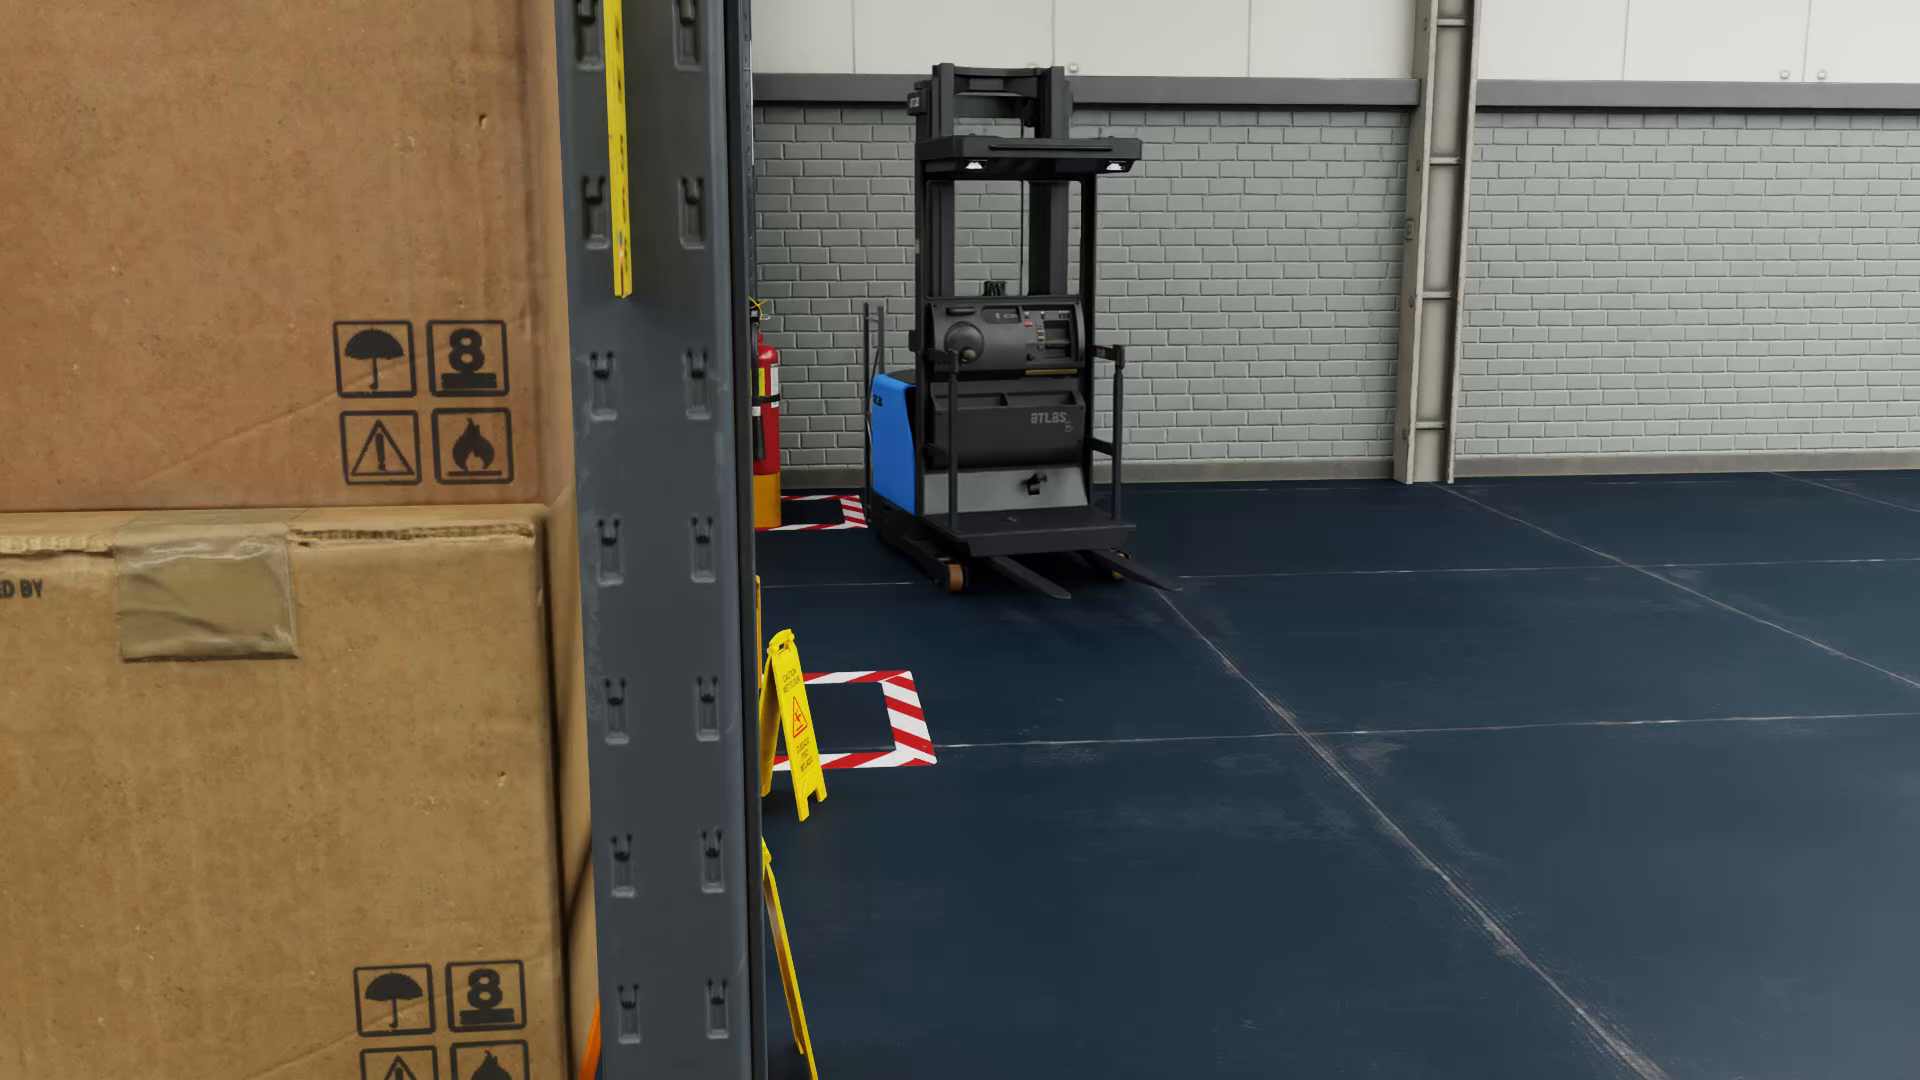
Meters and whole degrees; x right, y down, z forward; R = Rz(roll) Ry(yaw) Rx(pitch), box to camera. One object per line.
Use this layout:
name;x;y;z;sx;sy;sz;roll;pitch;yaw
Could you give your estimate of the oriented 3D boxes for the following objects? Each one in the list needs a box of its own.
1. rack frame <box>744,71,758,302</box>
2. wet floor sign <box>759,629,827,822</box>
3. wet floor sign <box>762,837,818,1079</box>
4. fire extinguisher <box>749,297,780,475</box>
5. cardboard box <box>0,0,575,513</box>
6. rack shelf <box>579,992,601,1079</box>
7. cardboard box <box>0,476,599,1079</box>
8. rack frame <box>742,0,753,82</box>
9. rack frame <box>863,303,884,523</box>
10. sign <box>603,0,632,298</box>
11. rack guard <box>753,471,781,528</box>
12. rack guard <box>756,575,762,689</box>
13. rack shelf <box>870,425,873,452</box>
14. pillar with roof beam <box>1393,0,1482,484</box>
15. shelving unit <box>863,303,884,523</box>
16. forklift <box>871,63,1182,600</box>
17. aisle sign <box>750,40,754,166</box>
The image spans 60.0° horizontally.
rack frame;-1.476;-1.666;11.565;0.127;3.000;1.000;-1;11;-6
wet floor sign;-0.632;0.643;5.927;0.232;0.644;0.267;3;11;14
wet floor sign;-0.487;1.008;4.067;0.232;0.644;0.267;-3;12;-16
fire extinguisher;-0.773;-0.590;6.294;0.183;0.674;0.296;-1;11;-6
cardboard box;-0.675;-0.370;1.786;0.550;0.550;0.875;-1;11;-6
rack shelf;-2.290;0.628;1.763;4.000;0.370;1.077;-1;11;-6
cardboard box;-0.665;0.176;1.808;0.550;0.550;0.875;-1;11;-6
rack frame;-1.476;-4.609;10.987;0.127;3.000;1.000;-1;11;-6
rack frame;-0.578;-0.830;11.200;0.032;1.500;0.500;-3;12;-15
sign;-0.257;-0.347;1.240;0.005;0.325;0.100;-1;11;-6
rack guard;-1.452;-0.440;11.809;0.348;0.500;1.175;-1;11;-6
rack guard;-1.012;0.514;6.957;0.348;0.500;1.175;-1;11;-6
rack shelf;-0.088;-0.680;11.370;1.000;0.185;0.538;-3;12;-15
pillar with roof beam;4.164;-4.067;8.228;0.400;9.000;9.100;-1;11;-6
shelving unit;-0.088;-0.856;11.335;1.048;1.500;0.538;-3;12;-15
forklift;0.350;-1.227;9.513;1.130;2.935;3.031;-4;12;-17
aisle sign;-1.379;-2.886;11.035;0.004;0.787;0.394;-1;11;-6
